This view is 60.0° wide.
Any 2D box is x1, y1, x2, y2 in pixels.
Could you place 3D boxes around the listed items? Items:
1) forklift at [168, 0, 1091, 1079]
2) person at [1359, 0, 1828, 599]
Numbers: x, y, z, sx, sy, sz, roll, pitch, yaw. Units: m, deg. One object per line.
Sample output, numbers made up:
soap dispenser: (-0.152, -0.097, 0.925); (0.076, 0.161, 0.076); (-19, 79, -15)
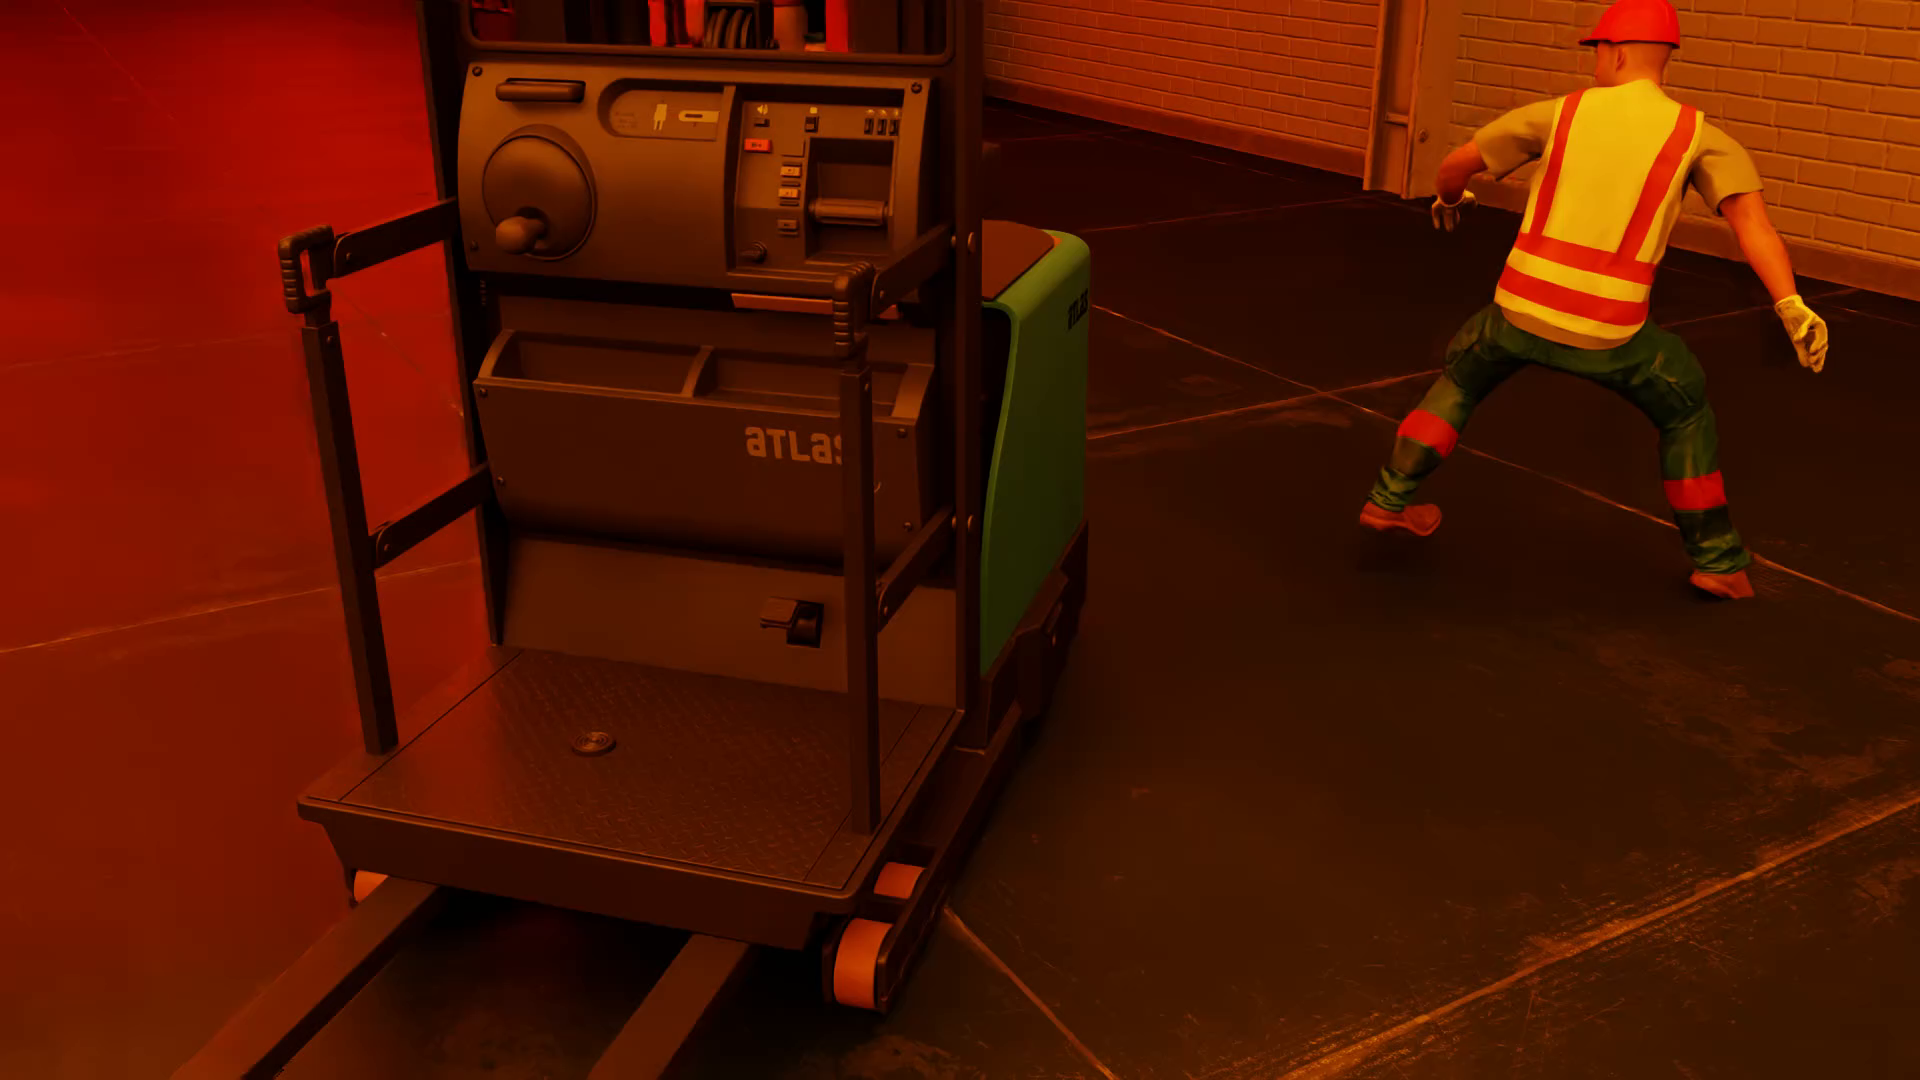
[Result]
forklift: (-0.565, -0.664, 2.891); (1.130, 2.935, 3.031); (6, 23, 15)
person: (1.784, -0.601, 4.591); (1.168, 1.713, 0.552); (15, 27, 33)
